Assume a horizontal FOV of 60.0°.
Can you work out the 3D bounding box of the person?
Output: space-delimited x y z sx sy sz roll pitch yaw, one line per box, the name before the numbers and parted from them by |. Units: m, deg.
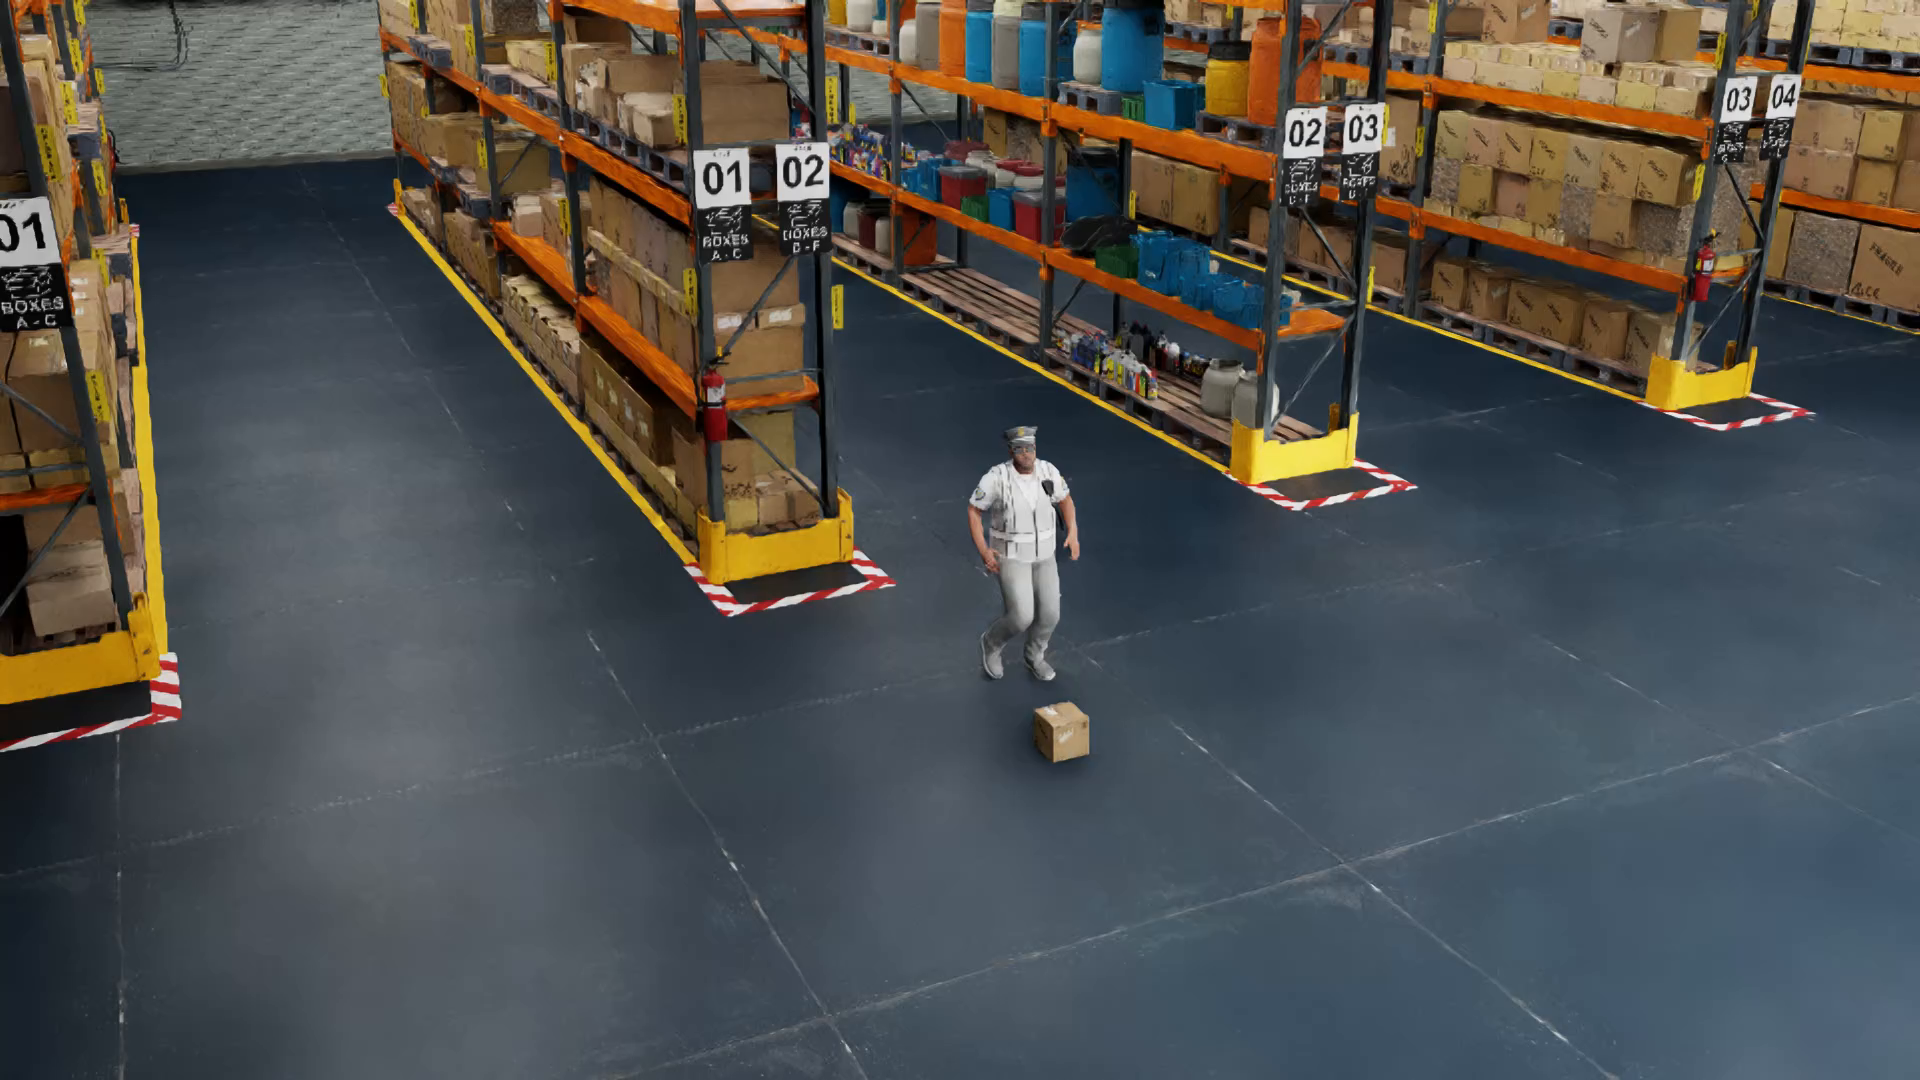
person | 0.450 0.089 10.801 0.721 1.755 0.515 -11 25 -26
